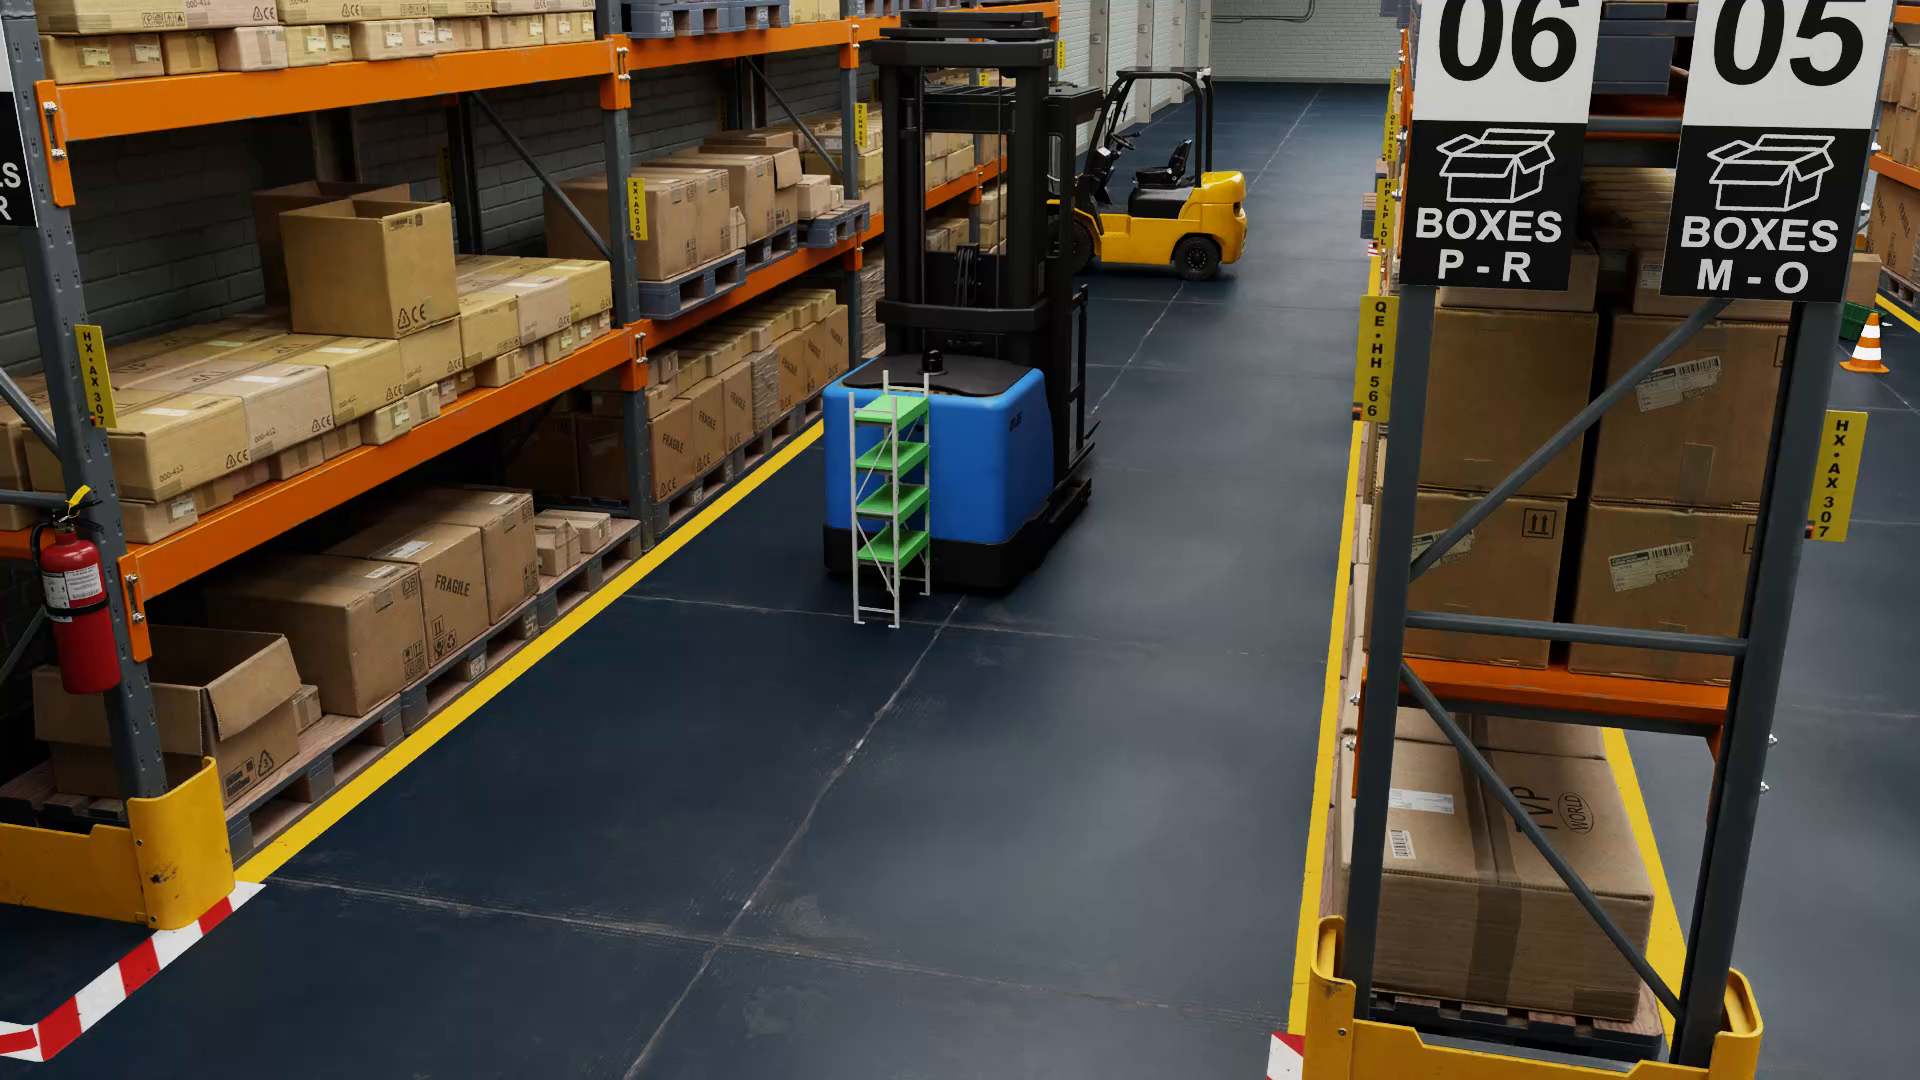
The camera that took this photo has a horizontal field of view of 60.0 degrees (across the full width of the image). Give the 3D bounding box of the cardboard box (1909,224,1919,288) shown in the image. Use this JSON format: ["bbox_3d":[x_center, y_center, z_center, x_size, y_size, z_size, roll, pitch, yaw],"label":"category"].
[{"bbox_3d":[9.778,-2.822,15.945,0.875,0.875,0.875,5,19,14],"label":"cardboard box"}]

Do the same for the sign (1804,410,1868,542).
[{"bbox_3d":[2.120,-0.153,4.034,0.100,0.325,0.005,5,19,13],"label":"sign"}]

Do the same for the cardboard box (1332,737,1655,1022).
[{"bbox_3d":[1.648,1.047,5.296,0.875,0.438,0.875,4,19,12],"label":"cardboard box"}]

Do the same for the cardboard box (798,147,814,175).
[{"bbox_3d":[-1.436,-2.979,13.226,0.500,0.250,0.500,5,20,15],"label":"cardboard box"}]

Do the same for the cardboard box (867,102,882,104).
[{"bbox_3d":[-0.709,-4.085,15.849,0.380,0.149,0.250,4,19,12],"label":"cardboard box"}]

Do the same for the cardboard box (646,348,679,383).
[{"bbox_3d":[-1.891,-1.037,9.836,0.380,0.149,0.250,4,19,11],"label":"cardboard box"}]

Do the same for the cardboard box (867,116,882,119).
[{"bbox_3d":[-0.638,-3.576,14.357,0.380,0.149,0.250,5,19,13],"label":"cardboard box"}]

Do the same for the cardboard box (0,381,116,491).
[{"bbox_3d":[-3.376,-0.378,5.925,0.500,0.250,0.500,5,20,15],"label":"cardboard box"}]

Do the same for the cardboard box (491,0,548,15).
[{"bbox_3d":[-2.245,-2.551,7.647,0.500,0.250,0.500,4,19,12],"label":"cardboard box"}]

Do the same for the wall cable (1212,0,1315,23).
[{"bbox_3d":[8.966,-16.602,49.176,3.097,2.526,0.112,5,19,13],"label":"wall cable"}]

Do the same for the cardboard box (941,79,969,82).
[{"bbox_3d":[0.026,-4.566,16.797,0.380,0.149,0.250,5,19,14],"label":"cardboard box"}]

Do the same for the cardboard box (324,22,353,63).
[{"bbox_3d":[-2.591,-1.923,6.426,0.380,0.149,0.250,4,19,13],"label":"cardboard box"}]

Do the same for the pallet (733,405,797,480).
[{"bbox_3d":[-1.795,-0.718,11.464,1.003,0.211,1.213,5,19,13],"label":"pallet"}]

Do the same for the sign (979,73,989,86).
[{"bbox_3d":[0.230,-4.375,16.186,0.100,0.325,0.005,5,19,13],"label":"sign"}]

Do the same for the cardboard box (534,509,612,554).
[{"bbox_3d":[-2.105,-0.048,8.949,0.380,0.149,0.250,4,19,12],"label":"cardboard box"}]

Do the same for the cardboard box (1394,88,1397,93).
[{"bbox_3d":[4.123,-3.776,14.836,0.500,0.500,0.500,5,20,15],"label":"cardboard box"}]

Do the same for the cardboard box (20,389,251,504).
[{"bbox_3d":[-2.858,-0.334,5.795,0.500,0.250,0.500,5,19,14],"label":"cardboard box"}]

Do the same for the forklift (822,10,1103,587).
[{"bbox_3d":[0.187,-1.579,9.776,1.130,2.935,3.031,6,20,16],"label":"forklift"}]

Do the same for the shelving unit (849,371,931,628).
[{"bbox_3d":[-0.348,-0.211,8.449,0.258,1.200,0.503,6,20,16],"label":"shelving unit"}]

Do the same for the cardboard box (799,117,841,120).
[{"bbox_3d":[-1.203,-3.533,14.231,0.380,0.149,0.250,4,19,12],"label":"cardboard box"}]

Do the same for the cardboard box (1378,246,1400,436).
[{"bbox_3d":[1.570,-0.608,5.127,0.500,0.500,0.500,5,19,14],"label":"cardboard box"}]

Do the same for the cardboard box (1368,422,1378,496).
[{"bbox_3d":[1.812,-0.452,6.217,0.500,0.500,0.500,5,20,15],"label":"cardboard box"}]

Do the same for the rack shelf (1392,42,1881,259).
[{"bbox_3d":[2.072,-1.458,5.787,1.077,0.370,4.000,5,19,13],"label":"rack shelf"}]

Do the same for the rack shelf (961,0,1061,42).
[{"bbox_3d":[0.190,-5.610,17.943,1.077,0.370,4.000,5,19,13],"label":"rack shelf"}]

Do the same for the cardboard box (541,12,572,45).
[{"bbox_3d":[-2.118,-2.485,8.069,0.380,0.149,0.250,5,19,13],"label":"cardboard box"}]

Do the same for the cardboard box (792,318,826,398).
[{"bbox_3d":[-1.303,-1.361,12.248,0.500,0.500,0.500,4,19,13],"label":"cardboard box"}]

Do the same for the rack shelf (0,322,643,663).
[{"bbox_3d":[-2.742,-0.429,7.417,1.077,0.370,4.000,5,19,13],"label":"rack shelf"}]

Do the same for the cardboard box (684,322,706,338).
[{"bbox_3d":[-1.970,-1.425,11.432,0.380,0.149,0.250,5,19,14],"label":"cardboard box"}]

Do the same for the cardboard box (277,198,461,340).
[{"bbox_3d":[-2.492,-1.159,7.051,0.500,0.500,0.500,5,20,15],"label":"cardboard box"}]

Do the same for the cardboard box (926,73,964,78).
[{"bbox_3d":[-0.169,-4.922,17.838,0.380,0.149,0.250,4,19,13],"label":"cardboard box"}]

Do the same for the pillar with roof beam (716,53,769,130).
[{"bbox_3d":[2.343,-5.629,12.246,9.100,9.000,0.400,5,19,13],"label":"pillar with roof beam"}]

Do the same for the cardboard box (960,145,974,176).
[{"bbox_3d":[-0.168,-3.654,15.978,0.500,0.250,0.500,5,20,15],"label":"cardboard box"}]

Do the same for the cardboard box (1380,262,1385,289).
[{"bbox_3d":[4.399,-2.617,16.314,0.500,0.250,0.500,6,20,16],"label":"cardboard box"}]

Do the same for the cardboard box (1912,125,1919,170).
[{"bbox_3d":[9.810,-3.850,16.085,0.875,0.550,0.500,5,19,13],"label":"cardboard box"}]

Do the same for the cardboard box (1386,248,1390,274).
[{"bbox_3d":[2.668,-1.649,9.333,0.500,0.250,0.500,5,20,15],"label":"cardboard box"}]

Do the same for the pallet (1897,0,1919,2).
[{"bbox_3d":[10.146,-5.552,16.798,1.003,0.211,1.213,5,19,13],"label":"pallet"}]

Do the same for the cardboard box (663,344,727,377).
[{"bbox_3d":[-1.712,-1.147,10.620,0.380,0.149,0.250,5,19,13],"label":"cardboard box"}]

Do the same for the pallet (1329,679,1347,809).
[{"bbox_3d":[2.003,0.930,6.639,1.003,0.211,1.213,5,19,13],"label":"pallet"}]

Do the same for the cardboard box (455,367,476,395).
[{"bbox_3d":[-2.466,-0.757,7.651,0.380,0.149,0.250,5,19,14],"label":"cardboard box"}]

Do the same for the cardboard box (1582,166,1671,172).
[{"bbox_3d":[2.421,-1.316,6.194,0.380,0.149,0.250,4,19,12],"label":"cardboard box"}]

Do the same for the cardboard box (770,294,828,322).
[{"bbox_3d":[-1.188,-1.710,12.268,0.380,0.149,0.250,4,19,11],"label":"cardboard box"}]

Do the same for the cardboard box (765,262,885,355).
[{"bbox_3d":[-1.110,-1.920,13.691,0.875,0.625,0.625,5,20,15],"label":"cardboard box"}]

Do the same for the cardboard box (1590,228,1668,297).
[{"bbox_3d":[1.934,-0.757,4.557,0.380,0.149,0.250,5,20,15],"label":"cardboard box"}]

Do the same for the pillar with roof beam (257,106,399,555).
[{"bbox_3d":[0.877,-3.748,6.740,9.100,9.000,0.400,5,19,13],"label":"pillar with roof beam"}]

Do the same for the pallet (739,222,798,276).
[{"bbox_3d":[-1.747,-1.950,11.051,1.003,0.211,1.213,5,19,13],"label":"pallet"}]

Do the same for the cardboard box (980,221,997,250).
[{"bbox_3d":[0.119,-3.165,17.145,0.500,0.250,0.500,5,19,13],"label":"cardboard box"}]

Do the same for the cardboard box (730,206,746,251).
[{"bbox_3d":[-1.542,-1.937,10.276,0.396,0.266,0.258,6,20,16],"label":"cardboard box"}]

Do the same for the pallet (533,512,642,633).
[{"bbox_3d":[-2.422,0.138,8.956,1.003,0.211,1.213,5,19,13],"label":"pallet"}]

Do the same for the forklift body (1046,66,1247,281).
[{"bbox_3d":[1.984,-4.018,18.123,2.313,2.155,1.214,5,19,13],"label":"forklift body"}]

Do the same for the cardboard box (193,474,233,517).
[{"bbox_3d":[-2.867,-0.189,5.988,0.380,0.149,0.250,5,20,15],"label":"cardboard box"}]
